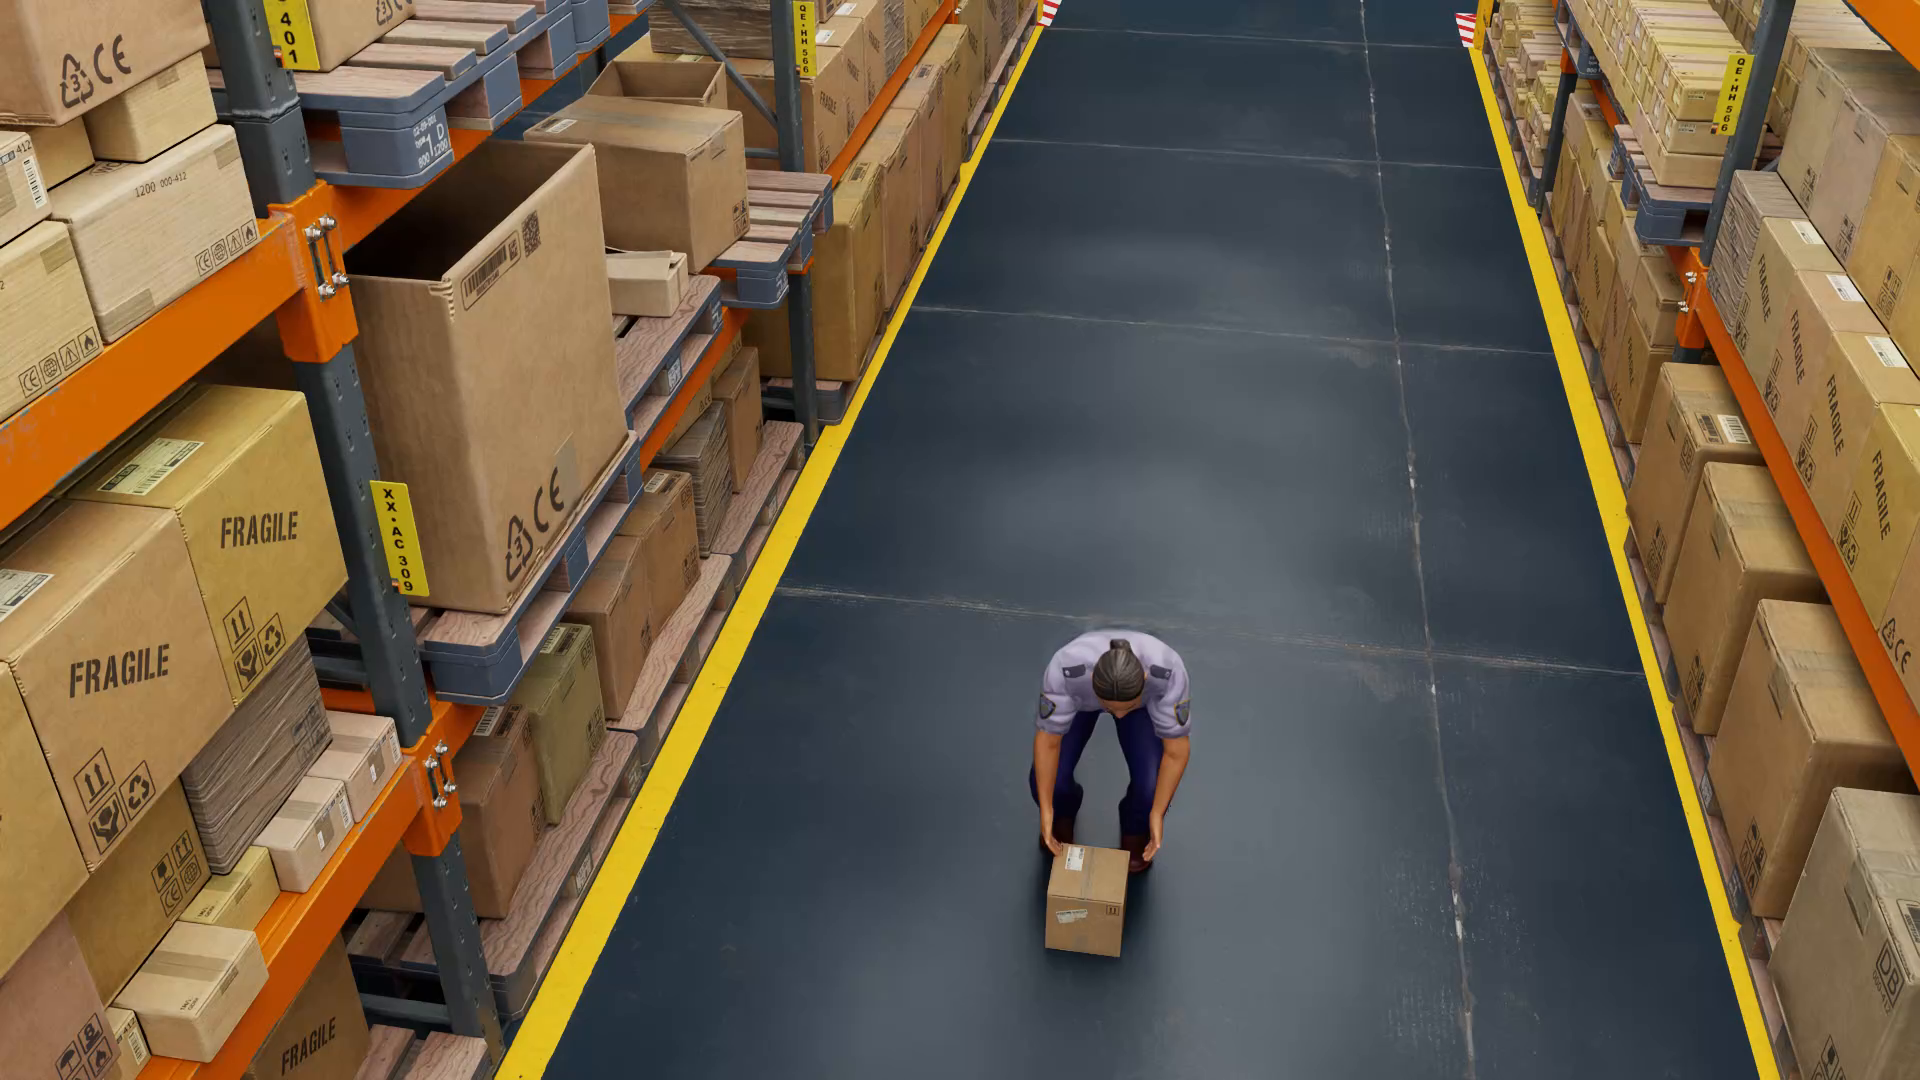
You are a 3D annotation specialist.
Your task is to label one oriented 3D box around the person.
[{"bbox_3d":[0.478,0.830,5.692,0.506,0.773,0.905,4,33,7],"label":"person"}]
